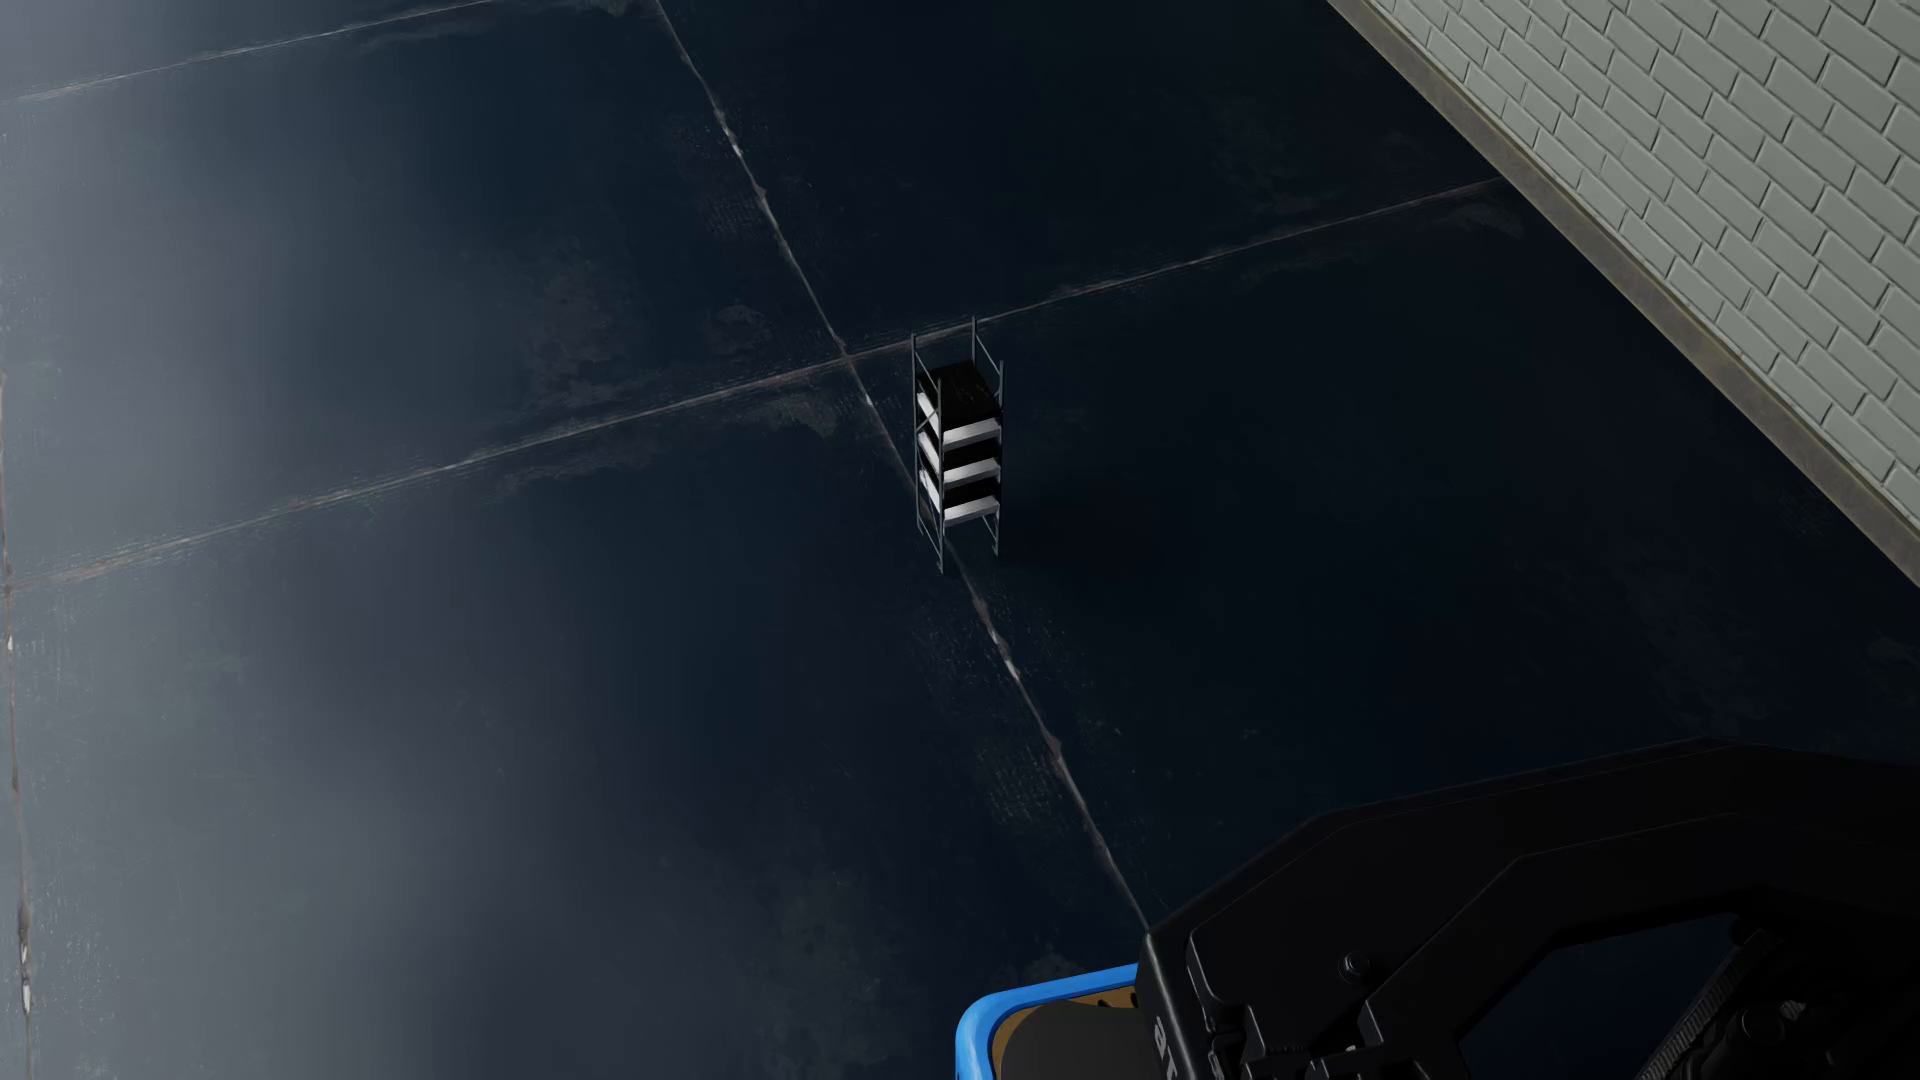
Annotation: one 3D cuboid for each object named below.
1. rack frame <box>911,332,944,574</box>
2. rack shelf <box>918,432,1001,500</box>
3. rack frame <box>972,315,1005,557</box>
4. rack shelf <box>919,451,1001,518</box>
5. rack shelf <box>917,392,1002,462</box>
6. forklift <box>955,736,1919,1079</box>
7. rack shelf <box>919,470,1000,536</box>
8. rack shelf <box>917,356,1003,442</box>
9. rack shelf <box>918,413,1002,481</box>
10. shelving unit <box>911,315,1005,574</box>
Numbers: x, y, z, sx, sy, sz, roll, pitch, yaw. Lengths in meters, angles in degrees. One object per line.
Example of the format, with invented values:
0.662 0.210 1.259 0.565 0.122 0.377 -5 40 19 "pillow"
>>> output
-0.102 -0.262 5.382 0.006 0.900 0.240 -17 52 -14 "rack frame"
-0.008 -0.269 5.432 0.200 0.077 0.258 -17 52 -14 "rack shelf"
0.087 -0.320 5.432 0.006 0.900 0.240 -17 52 -14 "rack frame"
-0.008 -0.211 5.500 0.200 0.077 0.258 -17 52 -14 "rack shelf"
-0.008 -0.386 5.295 0.200 0.077 0.258 -17 52 -14 "rack shelf"
0.799 1.732 2.331 1.130 2.935 3.031 -10 50 -8 "forklift"
-0.008 -0.152 5.568 0.200 0.077 0.258 -17 52 -14 "rack shelf"
-0.008 -0.445 5.227 0.200 0.077 0.258 -17 52 -14 "rack shelf"
-0.008 -0.328 5.364 0.200 0.077 0.258 -17 52 -14 "rack shelf"
-0.008 -0.291 5.407 0.210 0.900 0.258 -17 52 -14 "shelving unit"
